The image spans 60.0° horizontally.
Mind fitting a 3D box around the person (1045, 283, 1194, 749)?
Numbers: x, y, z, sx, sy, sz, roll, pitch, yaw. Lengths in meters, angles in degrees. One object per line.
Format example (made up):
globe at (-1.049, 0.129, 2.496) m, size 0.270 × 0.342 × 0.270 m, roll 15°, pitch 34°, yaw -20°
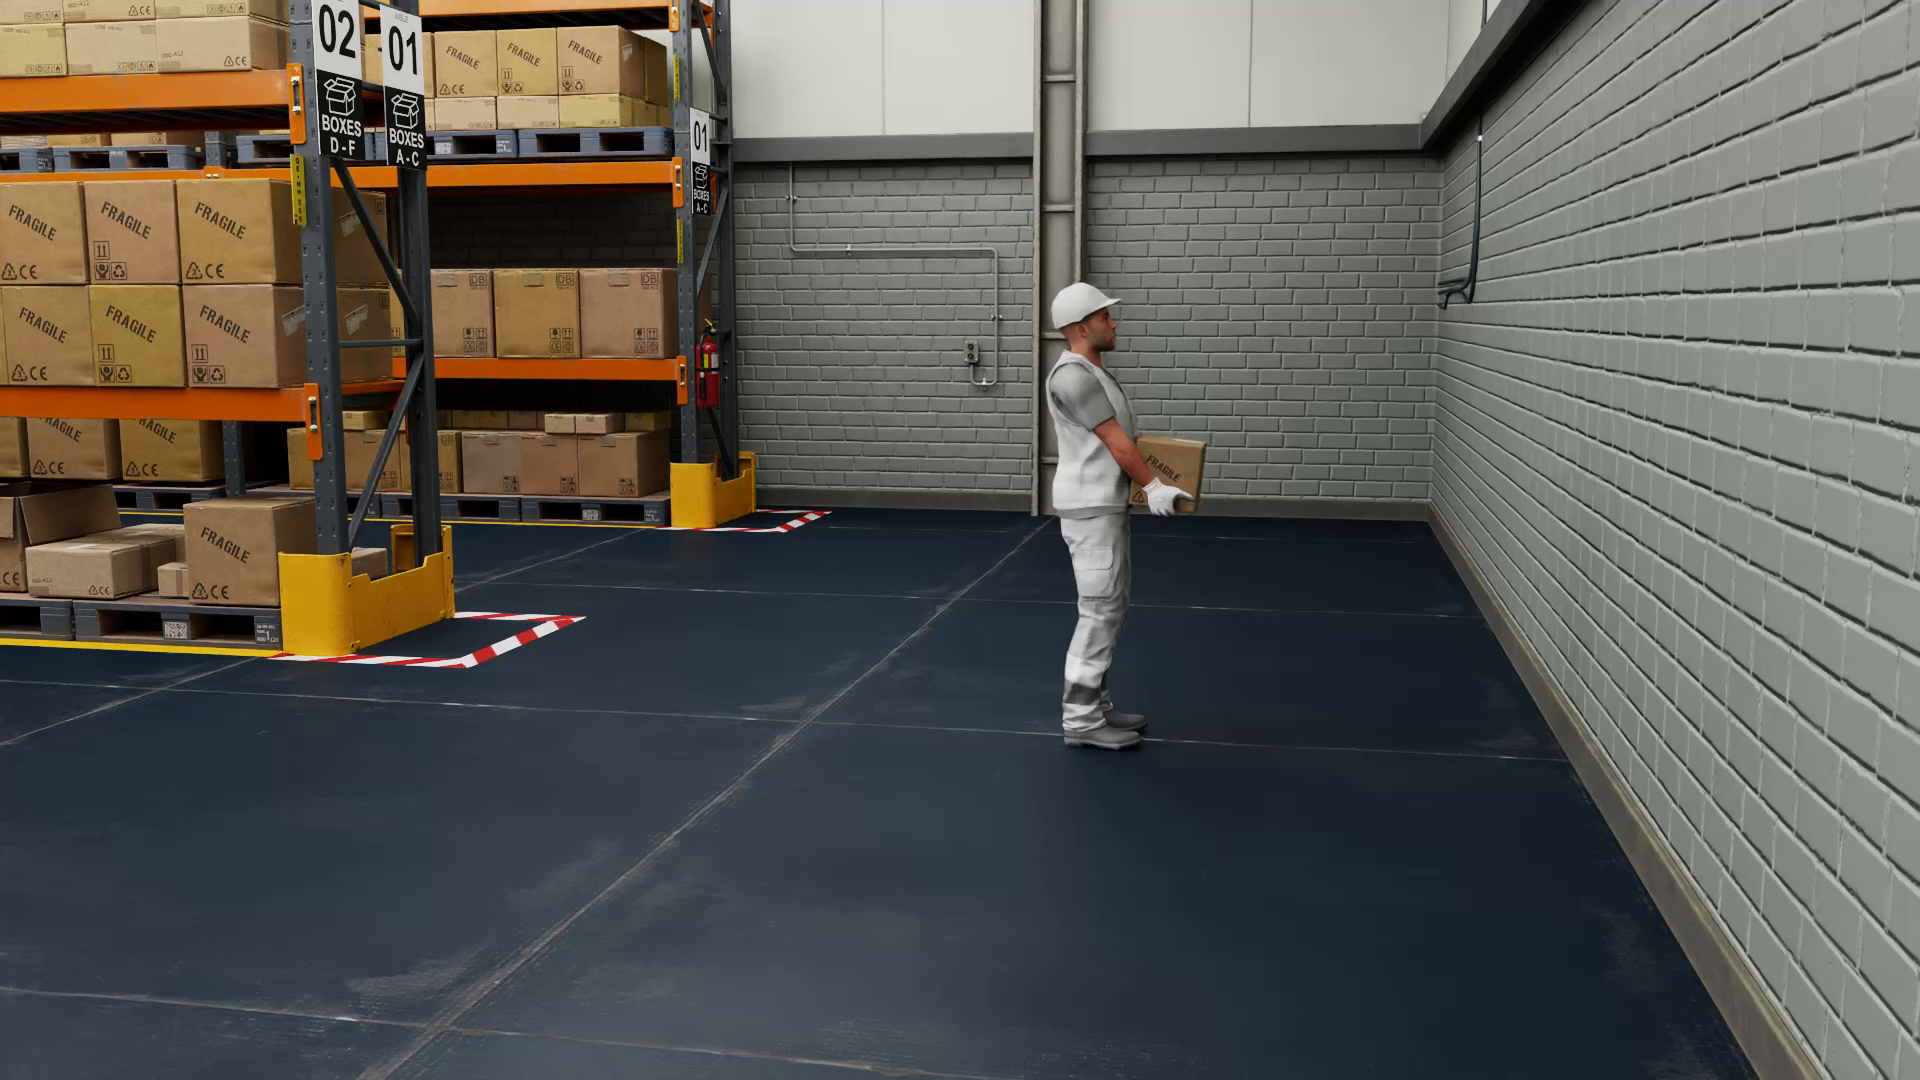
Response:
person at (0.631, -0.098, 6.458) m, size 0.573 × 1.782 × 0.493 m, roll 2°, pitch 8°, yaw 12°
